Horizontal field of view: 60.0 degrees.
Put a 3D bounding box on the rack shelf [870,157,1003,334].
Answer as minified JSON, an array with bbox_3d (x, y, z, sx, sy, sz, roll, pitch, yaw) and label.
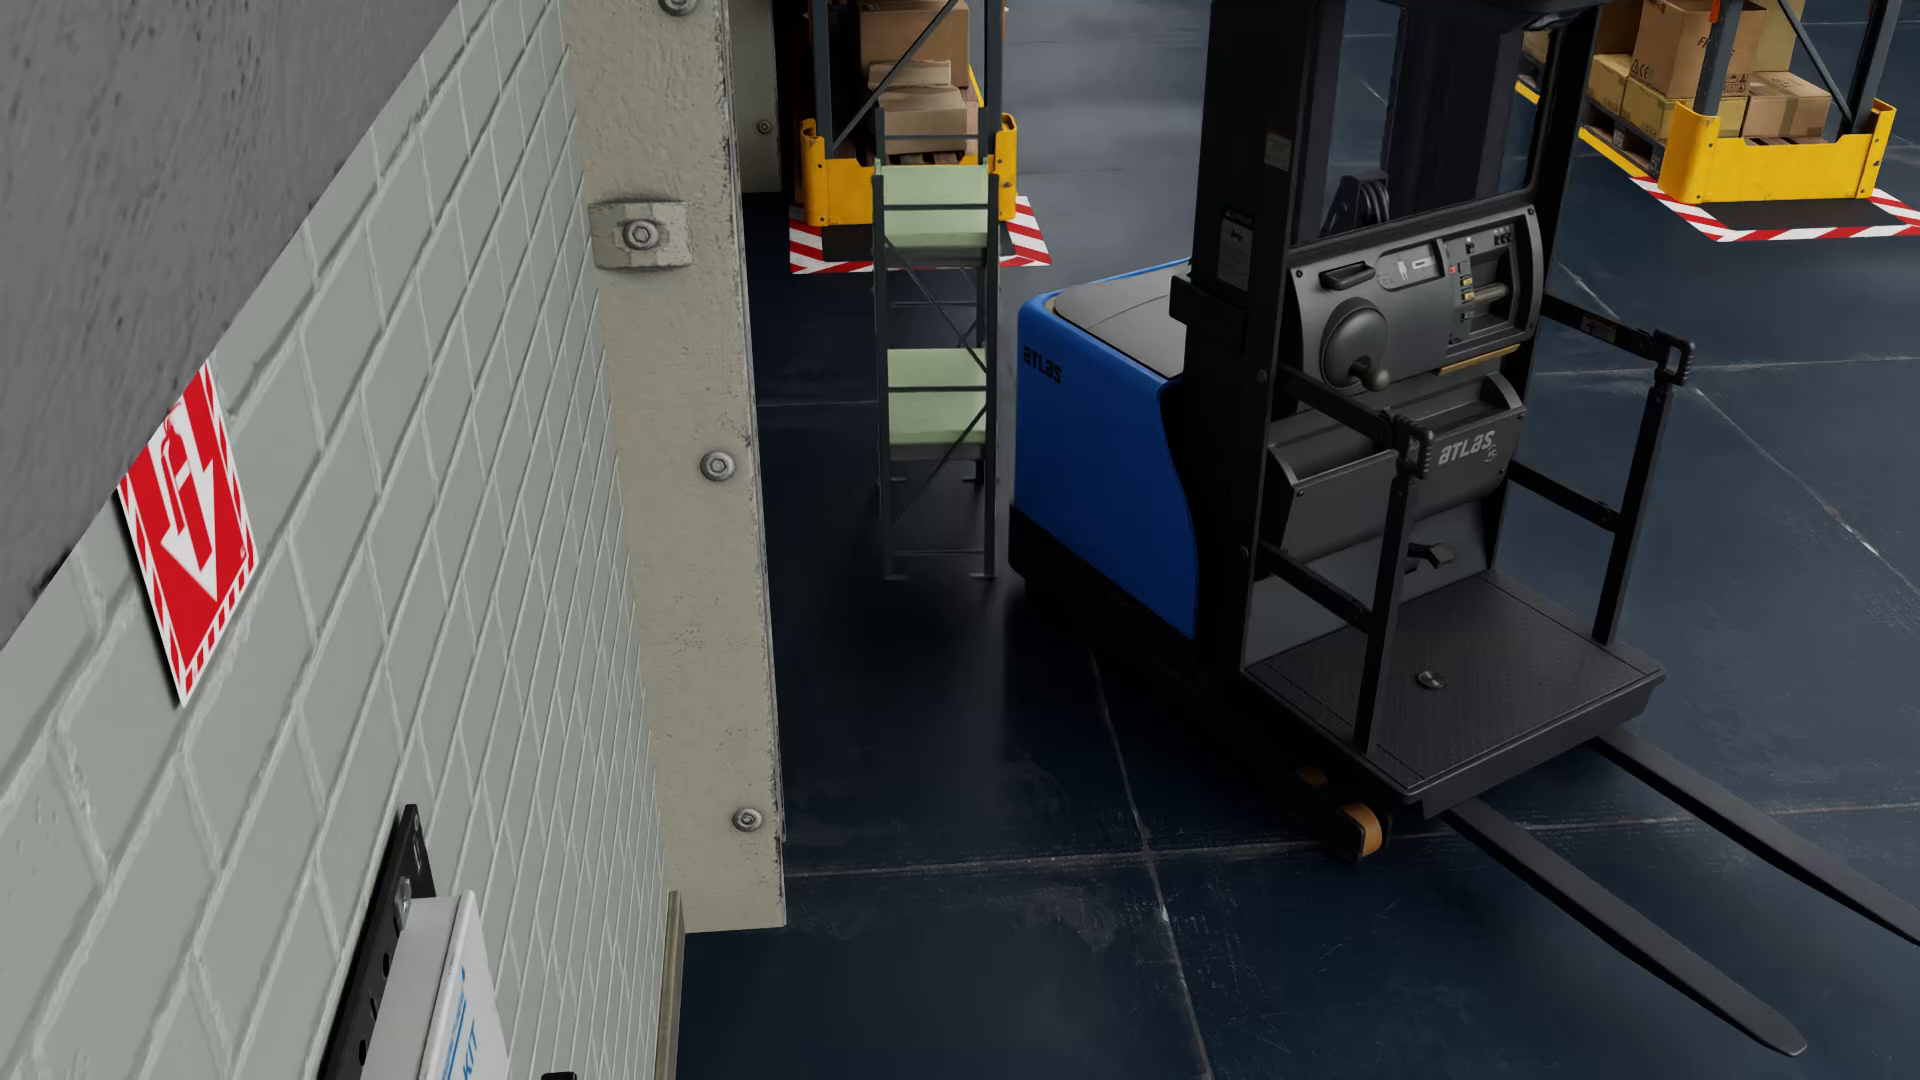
[{"bbox_3d":[-0.089,-1.031,5.753,0.431,0.370,0.720,-1,31,-2],"label":"rack shelf"}]

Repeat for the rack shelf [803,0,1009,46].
[{"bbox_3d":[-0.464,-3.796,10.382,1.077,0.370,4.000,-3,31,-5],"label":"rack shelf"}]

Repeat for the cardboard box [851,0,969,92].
[{"bbox_3d":[-0.324,-3.225,10.733,0.700,0.500,0.500,-5,31,-8],"label":"cardboard box"}]

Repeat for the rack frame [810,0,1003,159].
[{"bbox_3d":[-0.277,-3.084,8.488,1.000,3.000,0.127,-3,31,-5],"label":"rack frame"}]

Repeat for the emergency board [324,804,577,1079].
[{"bbox_3d":[-0.450,0.927,1.773,0.194,1.169,0.643,-3,31,-5],"label":"emergency board"}]

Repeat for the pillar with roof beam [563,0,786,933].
[{"bbox_3d":[3.643,-3.118,2.695,9.100,9.000,0.400,-3,31,-5],"label":"pillar with roof beam"}]

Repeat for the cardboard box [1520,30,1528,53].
[{"bbox_3d":[4.106,-3.603,11.629,0.500,0.250,0.500,-3,31,-5],"label":"cardboard box"}]

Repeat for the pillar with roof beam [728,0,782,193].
[{"bbox_3d":[3.082,-6.182,7.824,9.100,9.000,0.400,-3,31,-5],"label":"pillar with roof beam"}]

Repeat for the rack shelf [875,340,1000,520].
[{"bbox_3d":[-0.089,-0.416,6.120,0.431,0.370,0.720,-1,31,-2],"label":"rack shelf"}]

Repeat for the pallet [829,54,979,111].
[{"bbox_3d":[-0.436,-2.964,11.006,1.003,0.211,1.213,-3,31,-5],"label":"pallet"}]

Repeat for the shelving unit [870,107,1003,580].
[{"bbox_3d":[-0.089,-0.696,5.953,0.431,1.500,0.755,-1,31,-2],"label":"shelving unit"}]

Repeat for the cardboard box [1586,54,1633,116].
[{"bbox_3d":[4.252,-2.837,10.347,0.500,0.250,0.500,-3,31,-5],"label":"cardboard box"}]

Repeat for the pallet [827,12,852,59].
[{"bbox_3d":[-0.553,-3.588,12.051,1.003,0.211,1.213,-3,31,-5],"label":"pallet"}]

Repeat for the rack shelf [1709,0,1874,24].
[{"bbox_3d":[4.468,-4.036,10.783,1.077,0.370,4.000,-3,31,-5],"label":"rack shelf"}]

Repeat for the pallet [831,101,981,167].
[{"bbox_3d":[-0.325,-2.342,9.965,1.003,0.211,1.213,-3,31,-5],"label":"pallet"}]

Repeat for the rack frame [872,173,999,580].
[{"bbox_3d":[-0.077,-0.509,5.639,0.400,1.500,0.023,-1,31,-2],"label":"rack frame"}]

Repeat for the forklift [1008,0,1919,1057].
[{"bbox_3d":[1.388,-0.625,4.438,1.130,2.935,3.031,-18,35,-27],"label":"forklift"}]

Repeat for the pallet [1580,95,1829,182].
[{"bbox_3d":[4.541,-2.515,10.254,1.003,0.211,1.213,-3,31,-5],"label":"pallet"}]

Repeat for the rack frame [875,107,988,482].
[{"bbox_3d":[-0.102,-0.884,6.267,0.400,1.500,0.023,-1,31,-2],"label":"rack frame"}]

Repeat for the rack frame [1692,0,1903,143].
[{"bbox_3d":[4.655,-3.323,8.889,1.000,3.000,0.127,-3,31,-5],"label":"rack frame"}]

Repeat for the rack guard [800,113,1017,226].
[{"bbox_3d":[-0.284,-2.050,9.194,1.175,0.500,0.348,-3,31,-5],"label":"rack guard"}]

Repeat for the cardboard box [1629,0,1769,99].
[{"bbox_3d":[4.308,-2.905,9.728,0.500,0.500,0.500,-3,31,-5],"label":"cardboard box"}]

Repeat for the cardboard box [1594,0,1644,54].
[{"bbox_3d":[4.200,-3.414,10.582,0.500,0.500,0.500,-3,31,-5],"label":"cardboard box"}]

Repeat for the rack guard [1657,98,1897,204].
[{"bbox_3d":[4.657,-2.238,9.509,1.175,0.500,0.348,-3,31,-5],"label":"rack guard"}]

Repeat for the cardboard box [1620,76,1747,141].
[{"bbox_3d":[4.310,-2.583,9.921,0.500,0.250,0.500,-3,31,-5],"label":"cardboard box"}]

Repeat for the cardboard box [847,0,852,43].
[{"bbox_3d":[-0.514,-3.714,11.551,0.500,0.500,0.500,-5,31,-8],"label":"cardboard box"}]

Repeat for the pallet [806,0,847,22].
[{"bbox_3d":[-0.725,-4.327,13.288,1.003,0.211,1.213,-3,31,-5],"label":"pallet"}]

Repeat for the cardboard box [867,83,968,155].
[{"bbox_3d":[-0.252,-2.476,9.663,0.500,0.311,0.500,-6,31,-10],"label":"cardboard box"}]

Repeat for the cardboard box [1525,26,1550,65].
[{"bbox_3d":[4.158,-3.348,11.202,0.500,0.250,0.500,-3,31,-5],"label":"cardboard box"}]

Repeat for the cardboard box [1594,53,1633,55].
[{"bbox_3d":[4.203,-3.093,10.774,0.500,0.250,0.500,-3,31,-5],"label":"cardboard box"}]

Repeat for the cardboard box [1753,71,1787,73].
[{"bbox_3d":[4.776,-2.863,10.389,0.500,0.250,0.500,-3,31,-5],"label":"cardboard box"}]

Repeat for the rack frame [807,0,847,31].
[{"bbox_3d":[-0.651,-5.126,11.907,1.000,3.000,0.127,-3,31,-5],"label":"rack frame"}]

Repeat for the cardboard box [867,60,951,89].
[{"bbox_3d":[-0.305,-2.767,10.151,0.500,0.311,0.500,0,31,0],"label":"cardboard box"}]

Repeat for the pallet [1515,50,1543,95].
[{"bbox_3d":[4.431,-3.136,11.294,1.003,0.211,1.213,-3,31,-5],"label":"pallet"}]

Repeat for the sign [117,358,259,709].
[{"bbox_3d":[-0.549,-0.059,1.164,0.001,0.298,0.199,-3,31,-5],"label":"sign"}]

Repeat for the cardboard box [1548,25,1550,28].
[{"bbox_3d":[4.155,-3.670,11.009,0.500,0.500,0.500,-3,31,-5],"label":"cardboard box"}]

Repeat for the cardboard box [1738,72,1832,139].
[{"bbox_3d":[4.826,-2.608,9.962,0.500,0.250,0.500,-3,31,-5],"label":"cardboard box"}]

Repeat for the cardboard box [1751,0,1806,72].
[{"bbox_3d":[4.777,-3.185,10.197,0.500,0.500,0.500,-3,31,-5],"label":"cardboard box"}]
